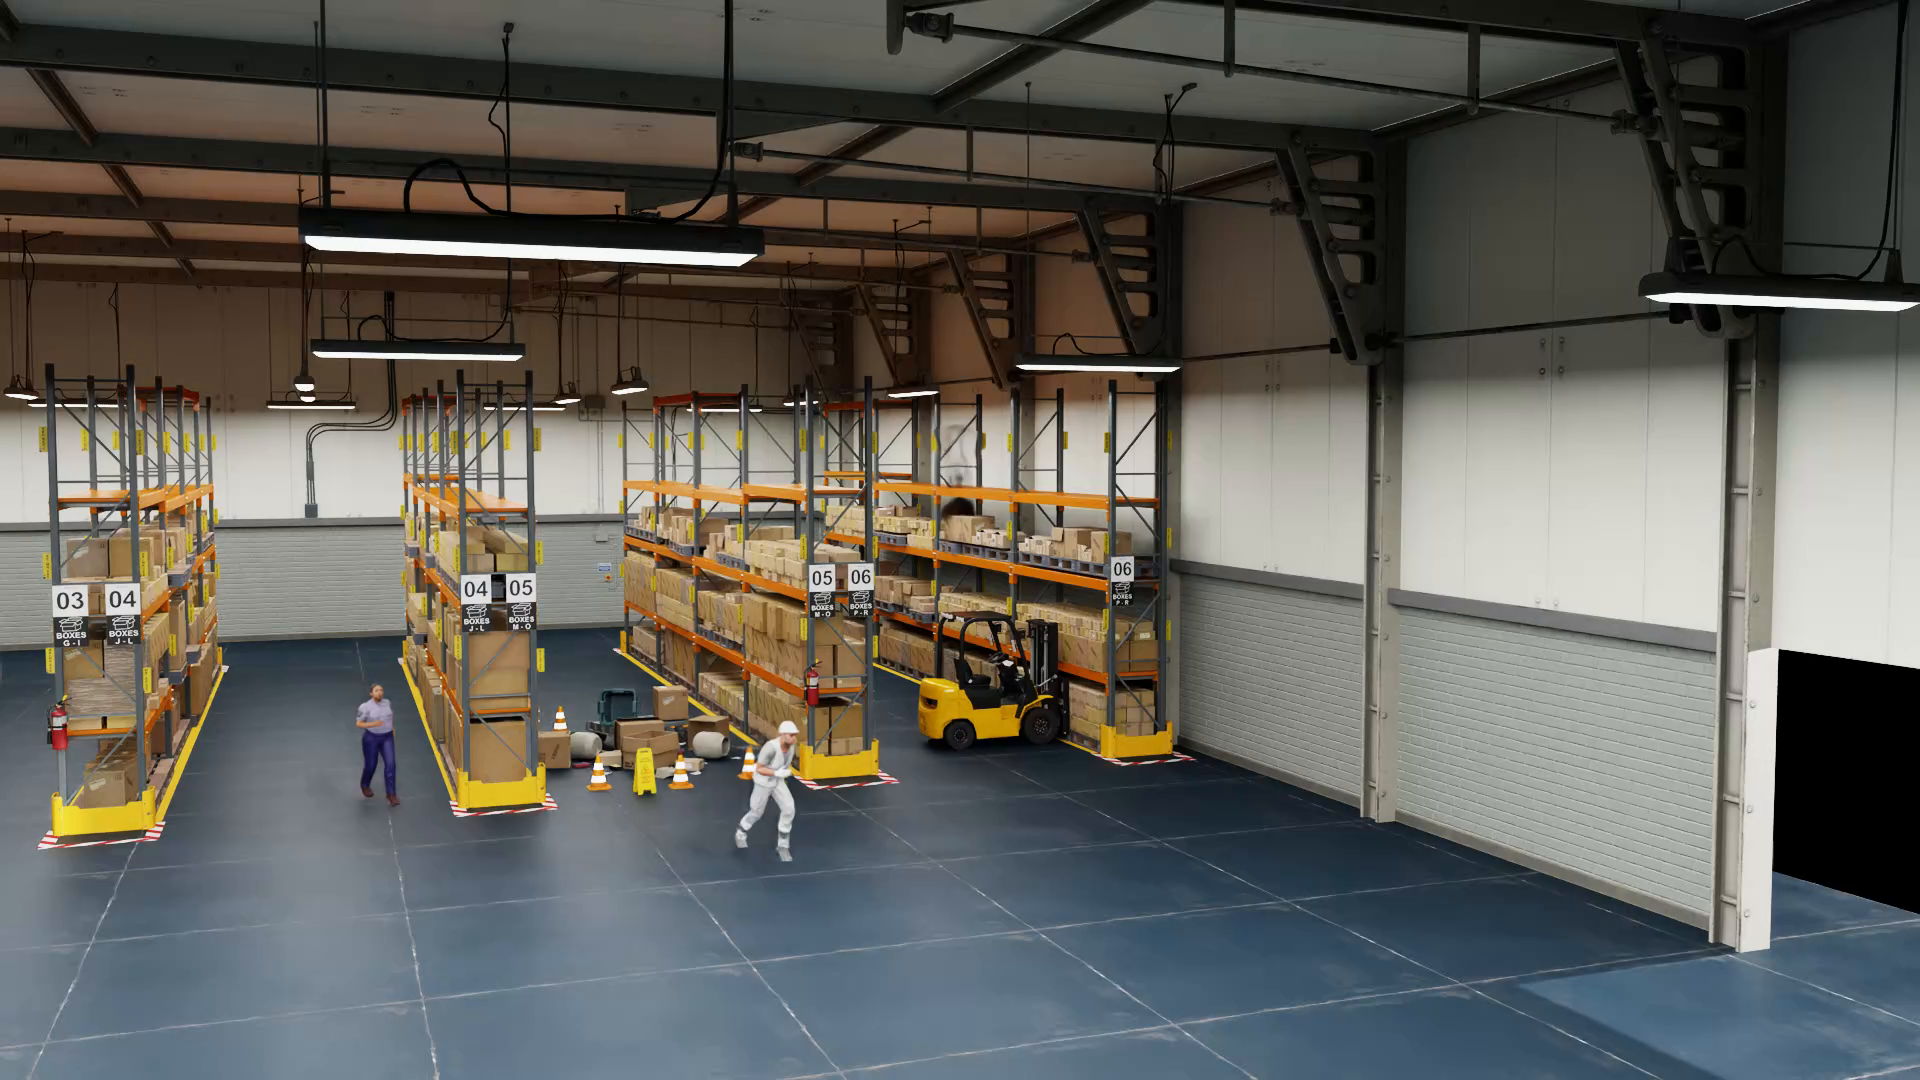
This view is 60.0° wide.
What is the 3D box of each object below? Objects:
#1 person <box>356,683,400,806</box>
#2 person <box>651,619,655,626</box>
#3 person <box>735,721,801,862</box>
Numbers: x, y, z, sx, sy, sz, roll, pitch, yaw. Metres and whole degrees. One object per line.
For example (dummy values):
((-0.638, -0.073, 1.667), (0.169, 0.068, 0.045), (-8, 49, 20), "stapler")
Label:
((-8.096, 2.821, 23.088), (0.579, 1.659, 0.880), (-3, 4, -41), "person")
((-7.464, 1.701, 41.398), (0.796, 1.847, 0.646), (-2, 4, -32), "person")
((-2.320, 3.009, 20.089), (1.033, 1.729, 0.705), (2, 4, 37), "person")
